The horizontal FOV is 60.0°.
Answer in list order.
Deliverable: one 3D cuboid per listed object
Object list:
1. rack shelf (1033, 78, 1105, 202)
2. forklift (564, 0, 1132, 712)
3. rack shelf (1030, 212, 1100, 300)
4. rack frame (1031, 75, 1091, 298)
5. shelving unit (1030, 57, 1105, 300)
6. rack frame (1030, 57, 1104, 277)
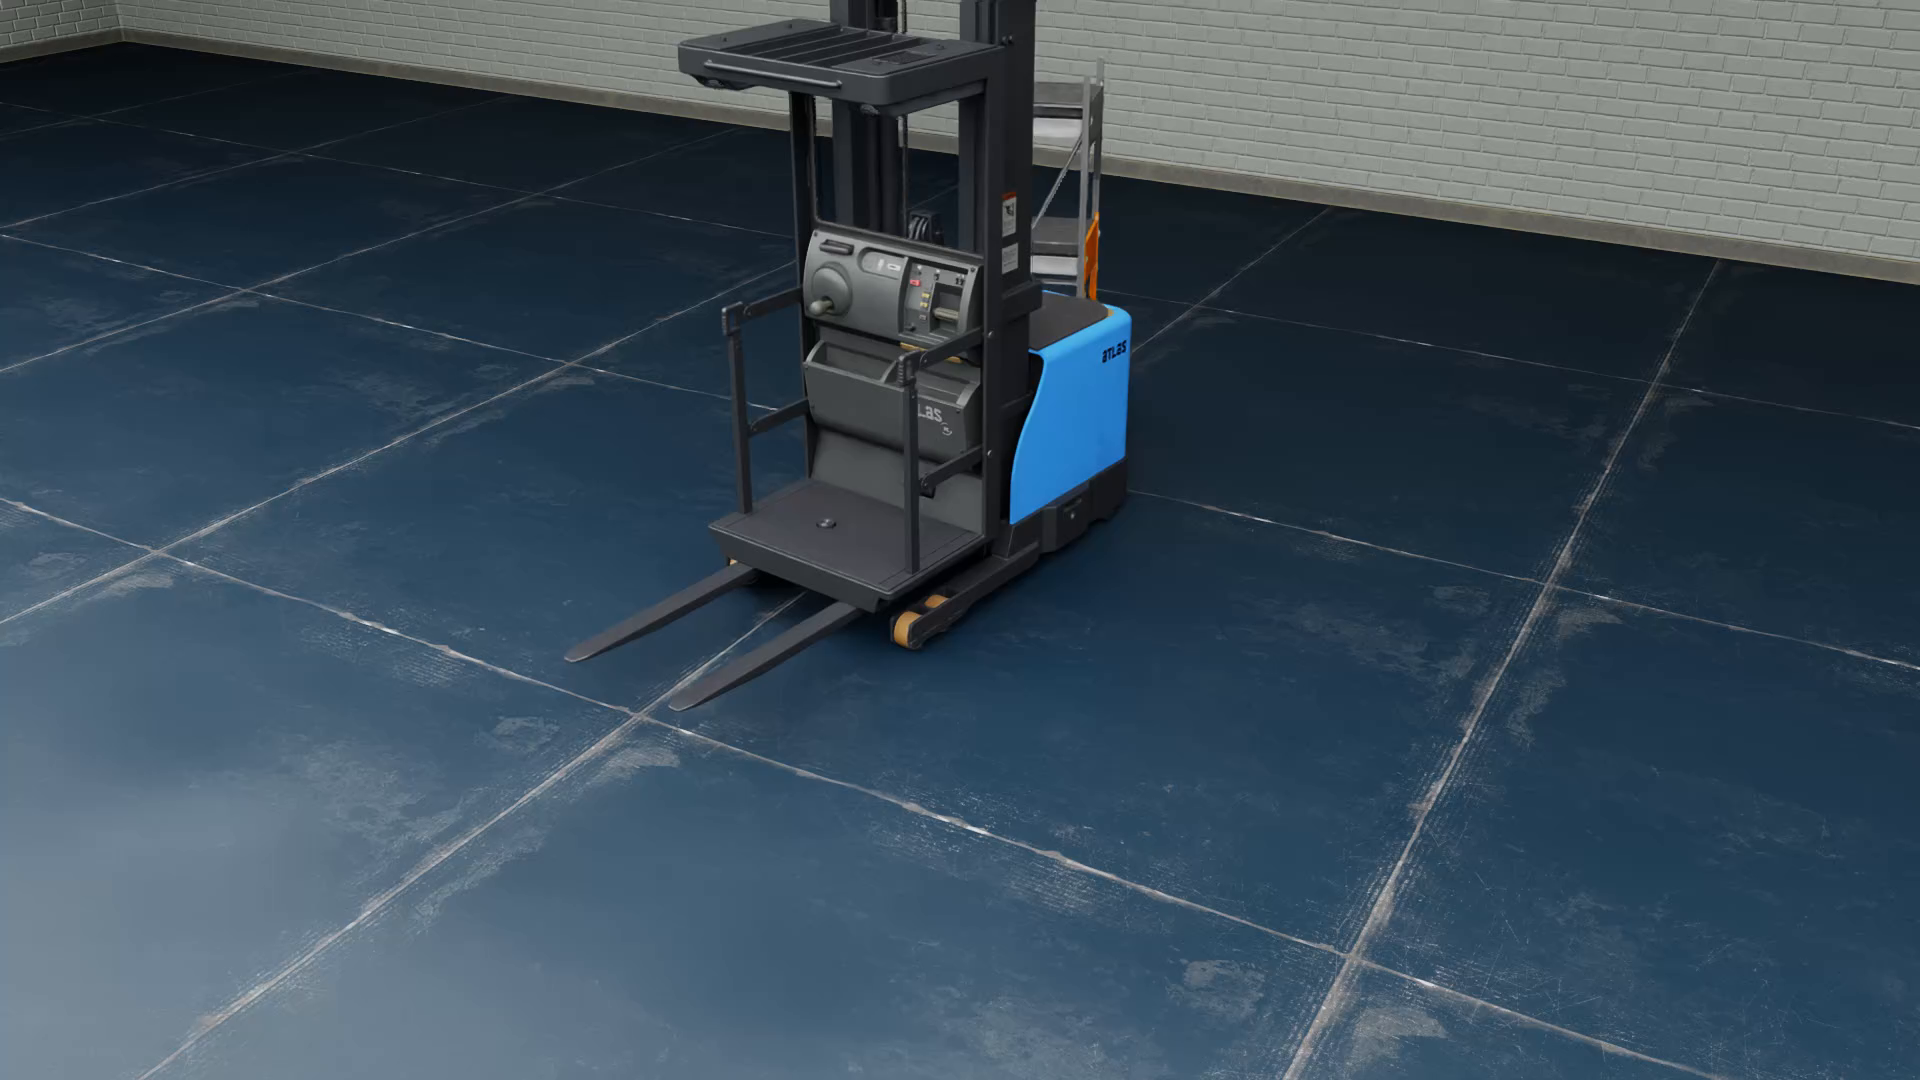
[{"bbox_3d":[0.489,-2.048,8.462,0.431,0.518,0.480,5,27,11],"label":"rack shelf"},{"bbox_3d":[-0.439,-1.079,7.131,1.130,2.935,3.031,19,32,33],"label":"forklift"},{"bbox_3d":[0.489,-1.422,8.775,0.431,0.518,0.480,5,27,11],"label":"rack shelf"},{"bbox_3d":[0.439,-1.327,8.555,0.400,2.100,0.015,5,27,11],"label":"rack frame"},{"bbox_3d":[0.489,-1.434,8.769,0.431,2.100,0.503,5,27,11],"label":"shelving unit"},{"bbox_3d":[0.540,-1.541,8.982,0.400,2.100,0.015,5,27,11],"label":"rack frame"}]
